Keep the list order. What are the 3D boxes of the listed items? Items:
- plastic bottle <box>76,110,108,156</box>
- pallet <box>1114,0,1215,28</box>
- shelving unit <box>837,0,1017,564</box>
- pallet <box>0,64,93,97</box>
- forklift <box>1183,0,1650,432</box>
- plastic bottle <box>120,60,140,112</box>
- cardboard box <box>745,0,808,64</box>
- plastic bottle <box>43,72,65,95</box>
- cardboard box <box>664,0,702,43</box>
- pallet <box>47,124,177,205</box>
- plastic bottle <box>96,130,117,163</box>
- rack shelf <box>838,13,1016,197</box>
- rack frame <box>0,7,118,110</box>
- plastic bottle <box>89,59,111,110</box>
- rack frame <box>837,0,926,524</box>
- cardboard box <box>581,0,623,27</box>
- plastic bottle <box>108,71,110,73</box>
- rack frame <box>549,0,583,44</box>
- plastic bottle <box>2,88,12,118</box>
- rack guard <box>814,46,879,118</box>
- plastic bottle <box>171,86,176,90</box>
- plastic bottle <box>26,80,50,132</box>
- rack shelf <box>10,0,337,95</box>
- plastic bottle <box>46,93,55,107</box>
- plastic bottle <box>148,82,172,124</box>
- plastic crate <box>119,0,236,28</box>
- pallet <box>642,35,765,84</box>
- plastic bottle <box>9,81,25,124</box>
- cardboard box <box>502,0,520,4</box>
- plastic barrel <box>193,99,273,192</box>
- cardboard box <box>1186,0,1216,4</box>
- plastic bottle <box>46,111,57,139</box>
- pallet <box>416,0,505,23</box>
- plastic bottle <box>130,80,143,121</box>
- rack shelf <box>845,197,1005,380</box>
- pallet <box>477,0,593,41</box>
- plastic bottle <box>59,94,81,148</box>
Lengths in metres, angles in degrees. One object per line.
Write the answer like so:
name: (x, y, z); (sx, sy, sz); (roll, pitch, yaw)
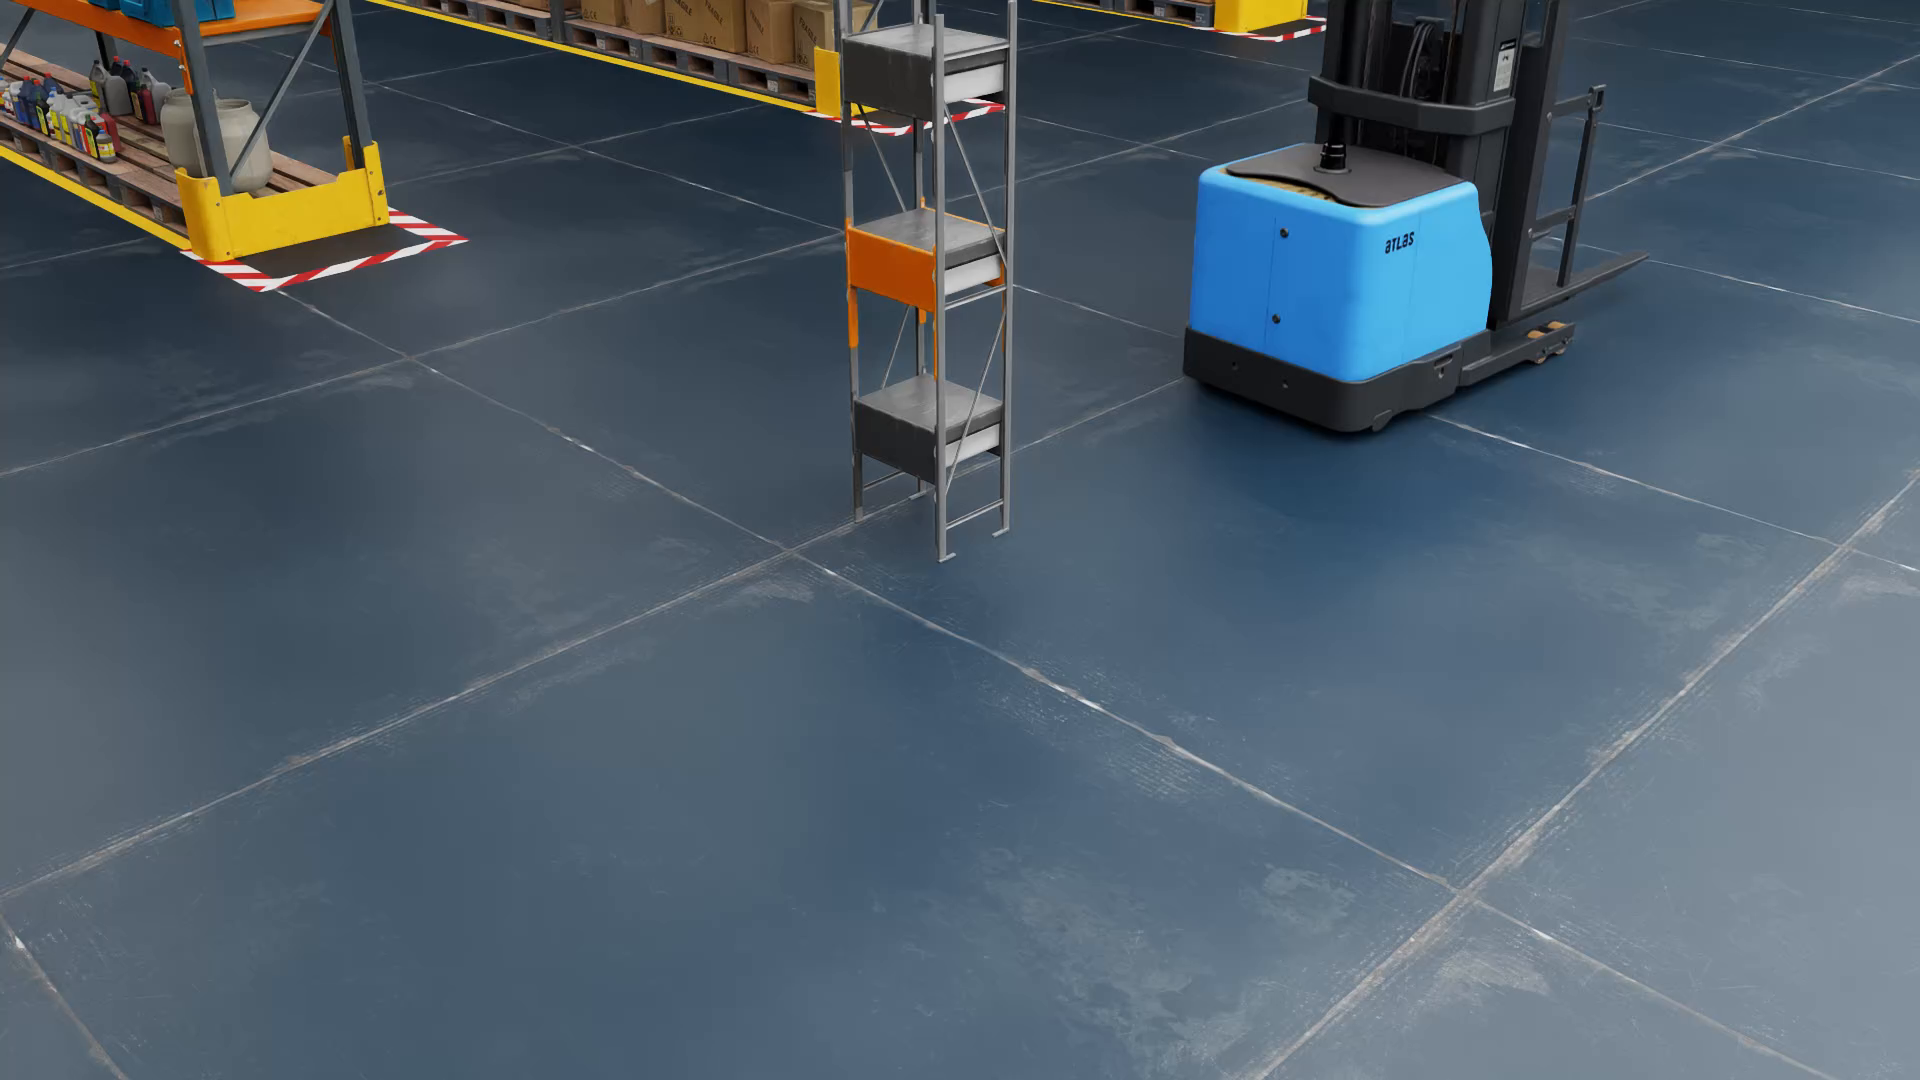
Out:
plastic bottle: (-5.833, -2.743, 11.197); (0.135, 0.276, 0.152); (25, 37, 39)
pallet: (2.341, -5.466, 16.918); (1.213, 0.211, 1.003); (25, 36, 38)
shelving unit: (-0.118, -0.983, 6.364); (0.503, 2.100, 0.431); (25, 36, 38)
pallet: (-7.495, -3.523, 13.222); (1.213, 0.211, 1.003); (25, 36, 38)
forklift: (2.527, -2.354, 8.077); (3.031, 2.935, 1.130); (-23, 35, -36)
plastic bottle: (-6.110, -3.359, 12.288); (0.185, 0.351, 0.144); (22, 35, 36)
cardboard box: (-1.467, -4.324, 13.986); (0.500, 0.500, 0.500); (-15, 31, -27)
plastic bottle: (-6.523, -3.182, 11.953); (0.185, 0.351, 0.144); (25, 36, 38)
cardboard box: (-2.267, -4.732, 14.761); (0.500, 0.500, 0.500); (21, 34, 34)
pallet: (-5.584, -2.648, 11.559); (1.213, 0.211, 1.003); (25, 36, 38)
plastic bottle: (-5.673, -2.618, 11.040); (0.097, 0.201, 0.097); (0, 28, 0)
rack shelf: (-0.118, -1.591, 6.045); (0.480, 0.518, 0.431); (25, 36, 38)
rack frame: (-6.908, -4.513, 12.111); (0.127, 3.000, 1.000); (25, 36, 38)
plastic bottle: (-6.348, -3.373, 12.316); (0.185, 0.351, 0.144); (25, 36, 38)
rack frame: (-0.292, -1.063, 6.515); (0.015, 2.100, 0.400); (25, 36, 38)
cardboard box: (-3.179, -5.093, 15.447); (0.500, 0.500, 0.500); (23, 36, 37)
plastic bottle: (-6.431, -3.455, 12.631); (0.097, 0.201, 0.097); (0, 28, 0)
rack frame: (-3.436, -6.157, 15.237); (0.127, 3.000, 1.000); (25, 36, 38)
plastic bottle: (-6.916, -3.187, 12.122); (0.097, 0.201, 0.097); (0, 28, 0)
rack guard: (-0.638, -3.770, 13.383); (0.348, 0.500, 1.175); (25, 36, 38)
plastic bottle: (-5.591, -3.101, 11.883); (0.097, 0.271, 0.097); (0, 28, 0)
plastic bottle: (-6.489, -3.073, 11.745); (0.185, 0.351, 0.144); (23, 35, 36)
rack shelf: (-5.482, -3.542, 11.037); (4.000, 0.370, 1.077); (25, 36, 38)
plastic bottle: (-6.358, -3.002, 11.696); (0.097, 0.271, 0.097); (0, 28, 0)
plastic bottle: (-5.767, -3.166, 12.001); (0.152, 0.276, 0.135); (-25, 36, -38)
plastic crate: (-4.623, -3.206, 9.785); (0.616, 0.251, 0.499); (25, 36, 38)
pallet: (-2.058, -4.317, 14.734); (1.213, 0.211, 1.003); (25, 36, 38)
plastic bottle: (-6.739, -3.157, 11.984); (0.152, 0.276, 0.135); (-24, 36, -37)
cardboard box: (-4.185, -5.615, 16.418); (0.500, 0.500, 0.700); (24, 36, 38)
plastic barrel: (-4.579, -2.482, 10.470); (0.421, 0.512, 0.421); (0, 28, 0)
cardboard box: (2.436, -5.910, 16.598); (0.875, 0.875, 0.875); (25, 37, 39)
plastic bottle: (-6.304, -2.907, 11.589); (0.097, 0.201, 0.097); (0, 28, 0)
pallet: (-4.866, -5.575, 17.125); (1.213, 0.211, 1.003); (25, 36, 38)
plastic bottle: (-5.933, -3.181, 12.022); (0.133, 0.283, 0.061); (25, 36, 38)
rack shelf: (-0.118, -0.971, 6.370); (0.480, 0.518, 0.431); (25, 36, 38)
pallet: (-3.992, -5.176, 16.368); (1.213, 0.211, 1.003); (25, 36, 38)
plastic bottle: (-6.053, -2.874, 11.366); (0.144, 0.351, 0.185); (-24, 36, -37)
